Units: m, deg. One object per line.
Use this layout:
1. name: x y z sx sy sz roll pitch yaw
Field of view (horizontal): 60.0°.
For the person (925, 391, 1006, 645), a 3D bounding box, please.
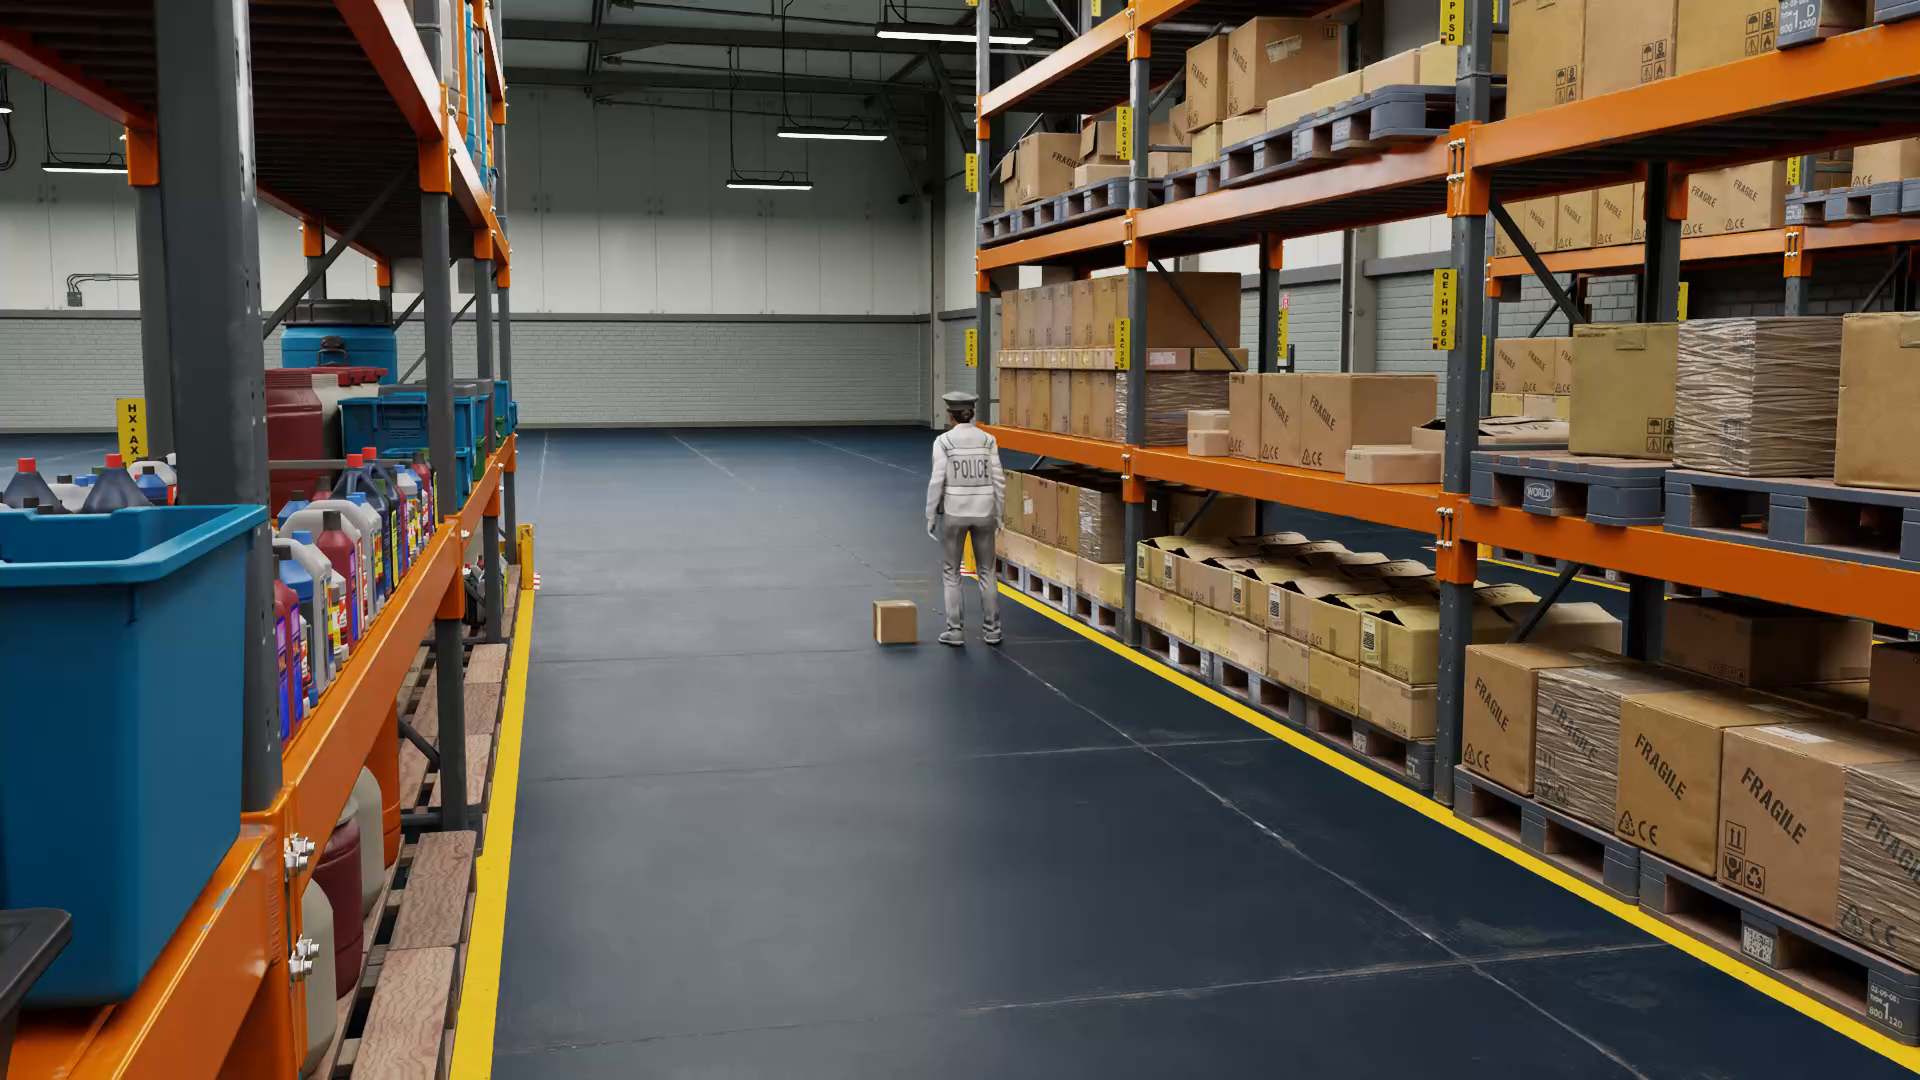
1. person: 0.039 -0.141 10.945 0.543 1.665 0.372 -2 6 -15
